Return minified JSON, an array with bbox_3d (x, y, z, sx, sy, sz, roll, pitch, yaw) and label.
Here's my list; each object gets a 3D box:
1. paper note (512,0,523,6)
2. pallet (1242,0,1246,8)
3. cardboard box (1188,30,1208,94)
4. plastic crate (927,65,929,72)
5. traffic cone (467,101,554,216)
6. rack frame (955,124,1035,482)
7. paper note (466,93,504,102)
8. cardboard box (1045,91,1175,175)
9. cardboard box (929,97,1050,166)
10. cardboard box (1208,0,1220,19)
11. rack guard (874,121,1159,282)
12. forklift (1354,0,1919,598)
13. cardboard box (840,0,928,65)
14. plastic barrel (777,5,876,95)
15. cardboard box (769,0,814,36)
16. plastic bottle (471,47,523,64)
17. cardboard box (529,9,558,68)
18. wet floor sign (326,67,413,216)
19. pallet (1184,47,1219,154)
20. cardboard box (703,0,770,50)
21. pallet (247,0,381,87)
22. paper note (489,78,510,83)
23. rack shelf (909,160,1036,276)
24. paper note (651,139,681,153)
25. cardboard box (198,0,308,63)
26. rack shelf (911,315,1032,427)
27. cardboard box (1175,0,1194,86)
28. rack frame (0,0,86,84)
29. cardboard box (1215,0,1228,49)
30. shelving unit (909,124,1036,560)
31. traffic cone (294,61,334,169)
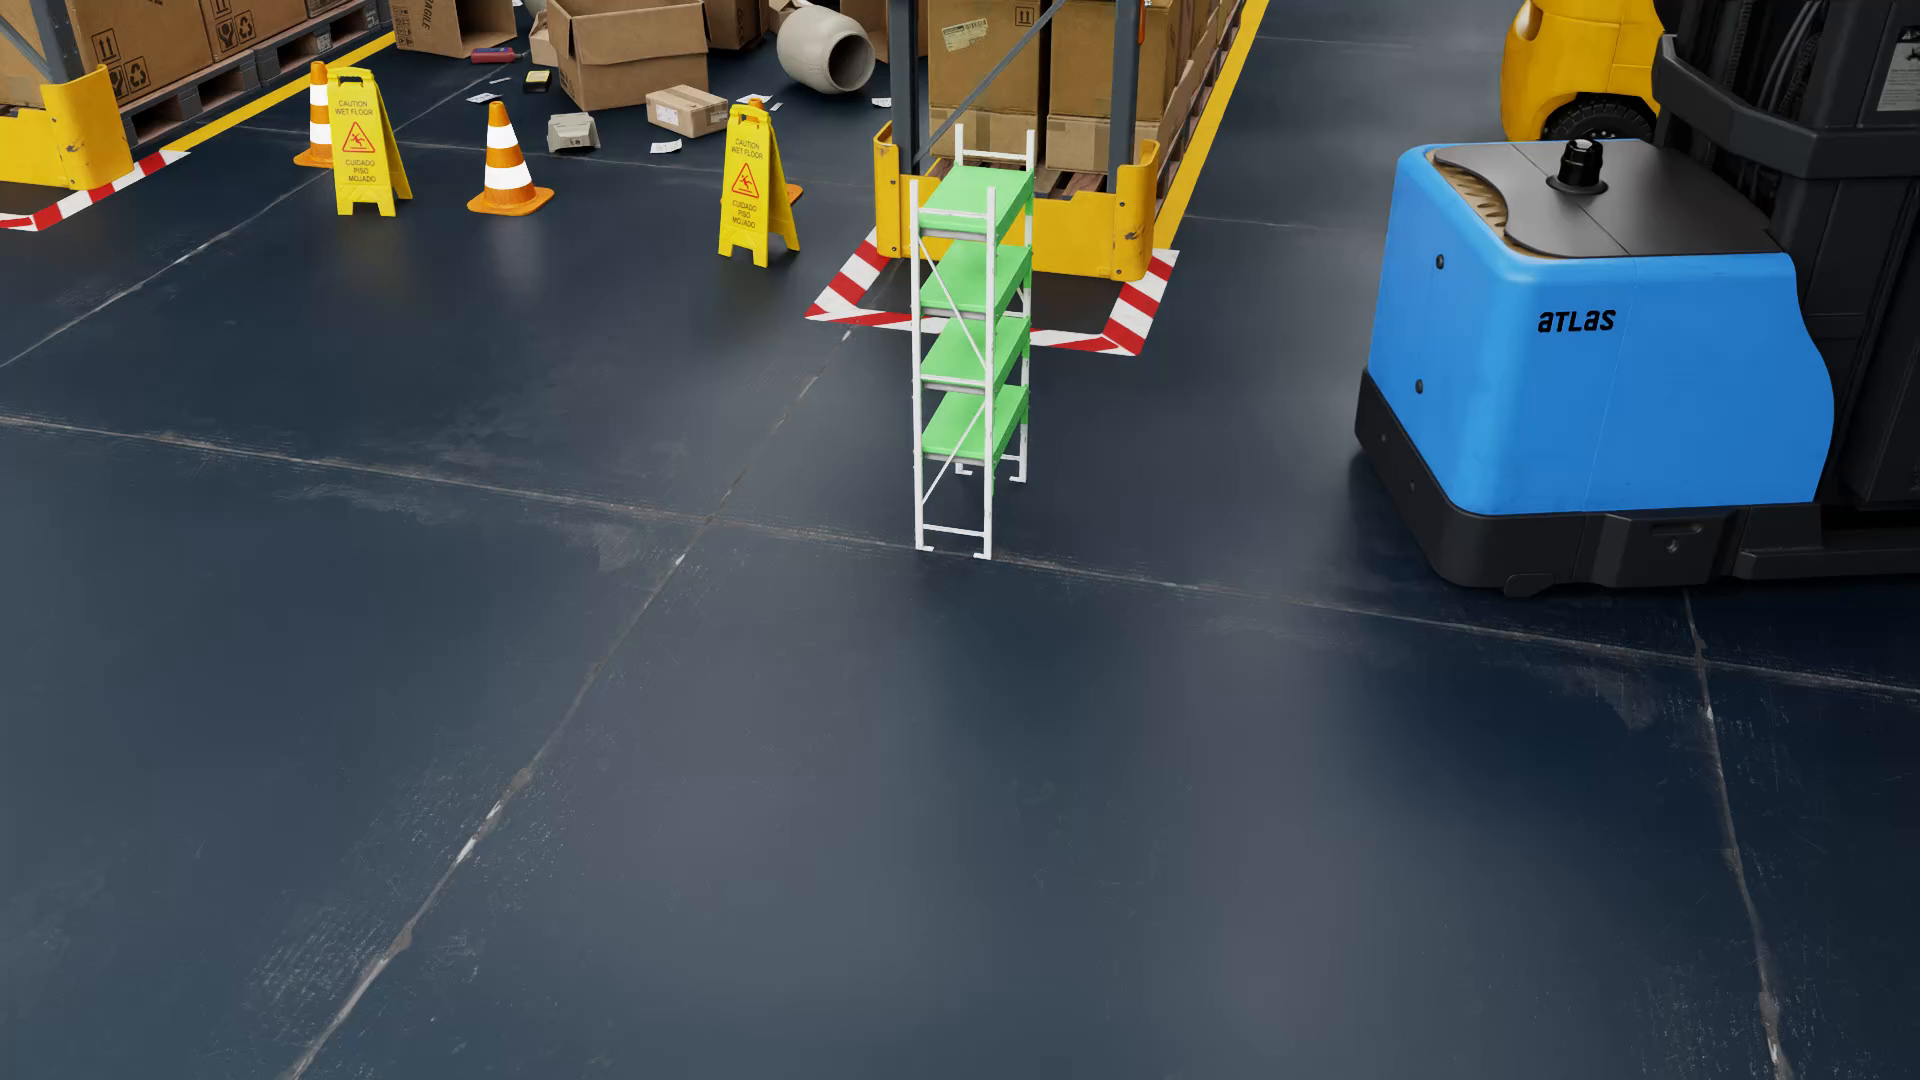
[{"bbox_3d":[-2.879,-3.439,10.630,0.147,0.020,0.142,-14,35,-21],"label":"paper note"},{"bbox_3d":[1.425,-3.770,10.983,1.003,0.211,1.213,8,33,12],"label":"pallet"},{"bbox_3d":[0.949,-2.413,8.421,0.500,0.250,0.500,10,34,16],"label":"cardboard box"},{"bbox_3d":[0.037,-2.607,9.276,0.402,0.080,0.583,-3,33,-4],"label":"plastic crate"},{"bbox_3d":[-2.085,-1.769,7.602,0.336,0.463,0.334,8,33,12],"label":"traffic cone"},{"bbox_3d":[0.104,-0.719,5.262,0.240,1.200,0.015,8,33,12],"label":"rack frame"},{"bbox_3d":[-2.570,-2.395,8.991,0.144,0.017,0.142,20,38,29],"label":"paper note"},{"bbox_3d":[0.686,-1.864,7.558,0.500,0.250,0.500,8,33,12],"label":"cardboard box"},{"bbox_3d":[0.165,-1.952,7.696,0.500,0.250,0.500,8,33,12],"label":"cardboard box"},{"bbox_3d":[1.083,-3.003,8.650,0.500,0.500,0.500,10,34,15],"label":"cardboard box"},{"bbox_3d":[0.233,-1.451,7.066,1.175,0.500,0.348,8,33,12],"label":"rack guard"},{"bbox_3d":[2.894,-1.377,4.685,3.031,2.935,1.130,-3,33,-4],"label":"forklift"},{"bbox_3d":[-0.359,-3.117,9.685,0.500,0.500,0.500,-21,38,-29],"label":"cardboard box"},{"bbox_3d":[-0.726,-2.657,9.035,0.421,0.421,0.512,-21,38,-29],"label":"plastic barrel"},{"bbox_3d":[-1.054,-3.258,10.127,0.258,0.266,0.396,-14,35,-21],"label":"cardboard box"},{"bbox_3d":[-2.665,-2.795,9.590,0.283,0.061,0.133,-3,33,-4],"label":"plastic bottle"},{"bbox_3d":[-2.239,-2.867,9.512,0.396,0.266,0.258,14,35,21],"label":"cardboard box"},{"bbox_3d":[-2.692,-1.810,7.495,0.267,0.644,0.232,3,33,4],"label":"wet floor sign"},{"bbox_3d":[0.785,-2.377,8.792,1.003,0.211,1.213,8,33,12],"label":"pallet"},{"bbox_3d":[-1.560,-3.213,9.708,0.797,0.637,0.503,8,33,12],"label":"cardboard box"},{"bbox_3d":[-4.161,-2.968,9.722,1.003,0.211,1.213,8,33,12],"label":"pallet"},{"bbox_3d":[-2.566,-2.561,9.269,0.032,0.001,0.123,28,42,36],"label":"paper note"},{"bbox_3d":[0.042,-0.943,4.840,0.258,0.148,0.480,8,33,12],"label":"rack shelf"},{"bbox_3d":[-1.472,-1.975,8.328,0.148,0.019,0.142,-3,33,-4],"label":"paper note"},{"bbox_3d":[-4.270,-3.186,9.055,0.875,0.875,0.875,8,33,12],"label":"cardboard box"},{"bbox_3d":[0.042,-0.538,5.098,0.258,0.148,0.480,8,33,12],"label":"rack shelf"},{"bbox_3d":[0.820,-2.465,7.804,0.500,0.500,0.500,7,33,11],"label":"cardboard box"},{"bbox_3d":[-4.600,-3.088,7.311,1.000,3.000,0.127,8,33,12],"label":"rack frame"},{"bbox_3d":[1.213,-2.938,9.247,0.500,0.250,0.500,7,33,11],"label":"cardboard box"},{"bbox_3d":[0.042,-0.592,5.063,0.258,1.200,0.503,8,33,12],"label":"shelving unit"},{"bbox_3d":[-3.091,-2.100,8.121,0.336,0.463,0.334,8,33,12],"label":"traffic cone"}]
